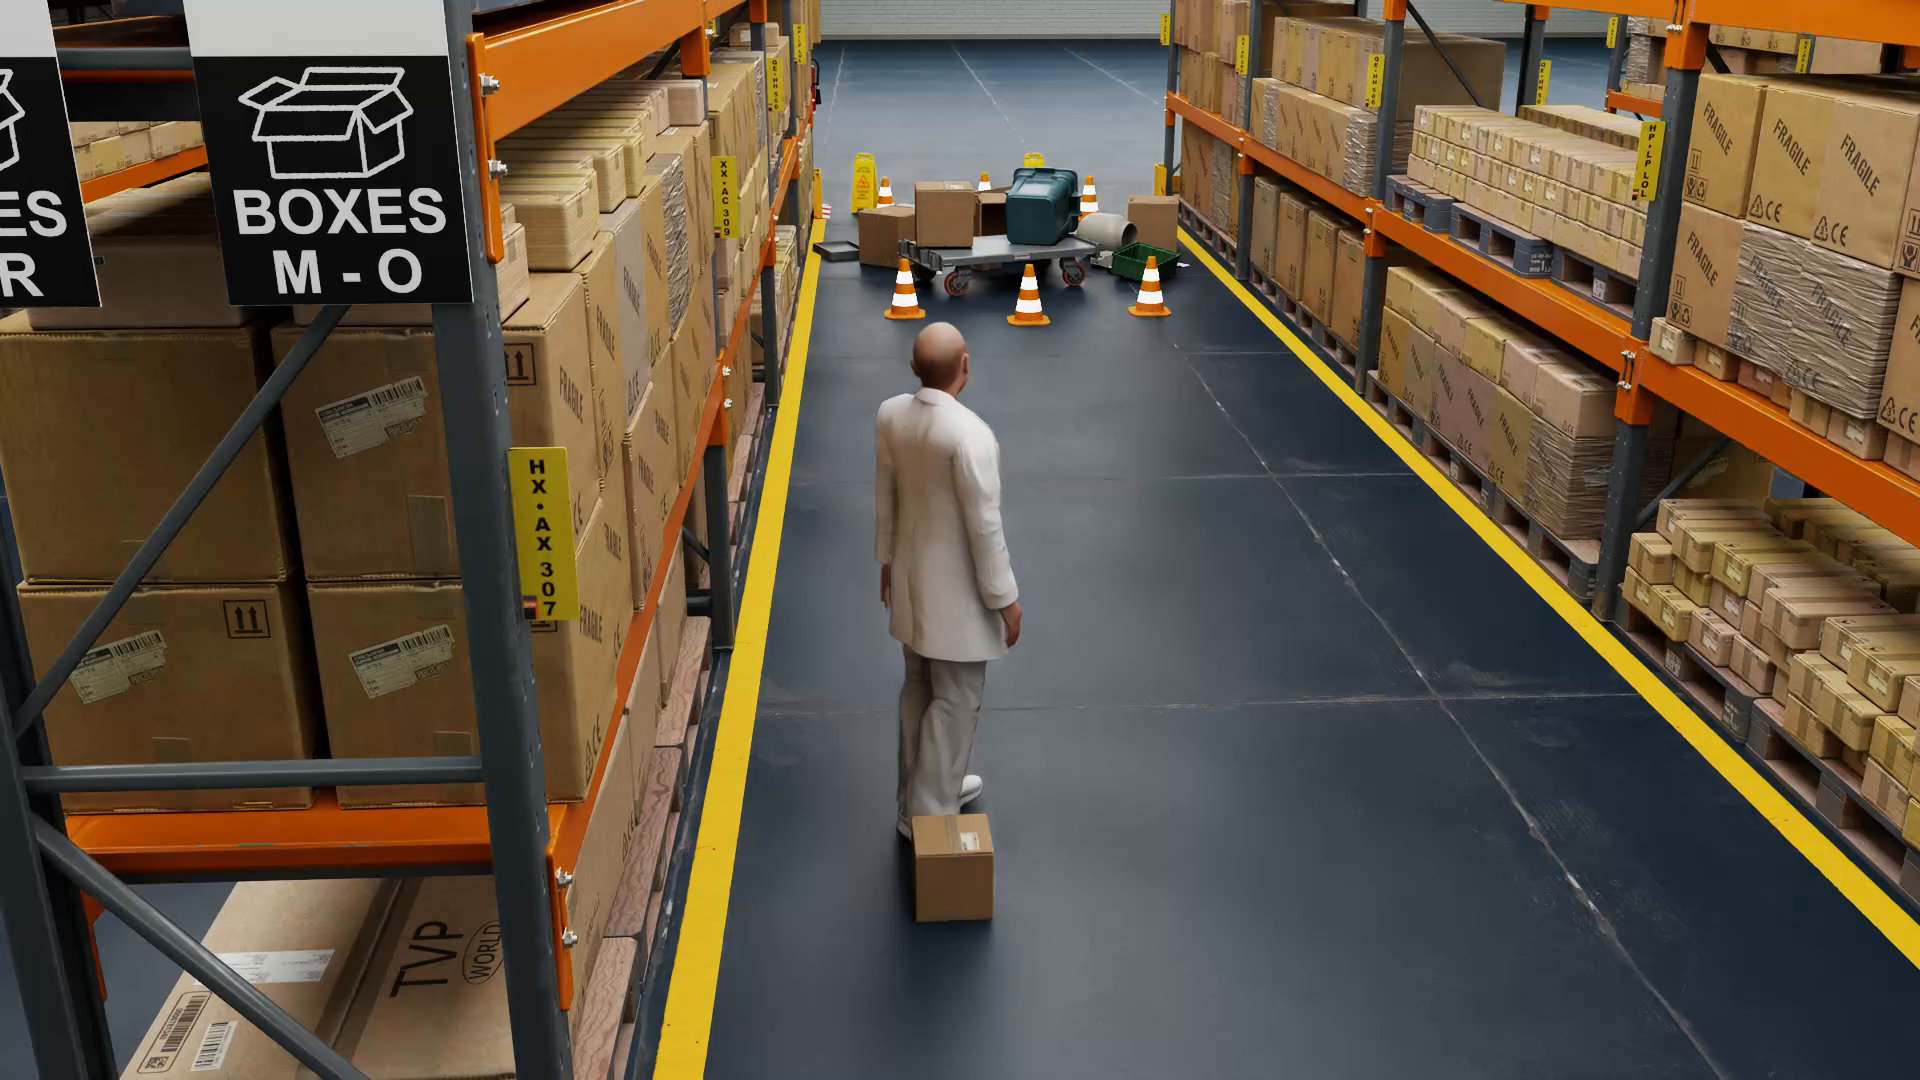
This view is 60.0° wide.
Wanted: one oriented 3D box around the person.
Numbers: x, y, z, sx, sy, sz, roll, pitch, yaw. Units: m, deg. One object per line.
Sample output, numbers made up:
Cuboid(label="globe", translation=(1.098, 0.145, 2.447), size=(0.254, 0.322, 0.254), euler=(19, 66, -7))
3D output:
Cuboid(label="person", translation=(-0.045, 0.160, 5.591), size=(0.440, 1.778, 0.703), euler=(-13, 24, -31))
